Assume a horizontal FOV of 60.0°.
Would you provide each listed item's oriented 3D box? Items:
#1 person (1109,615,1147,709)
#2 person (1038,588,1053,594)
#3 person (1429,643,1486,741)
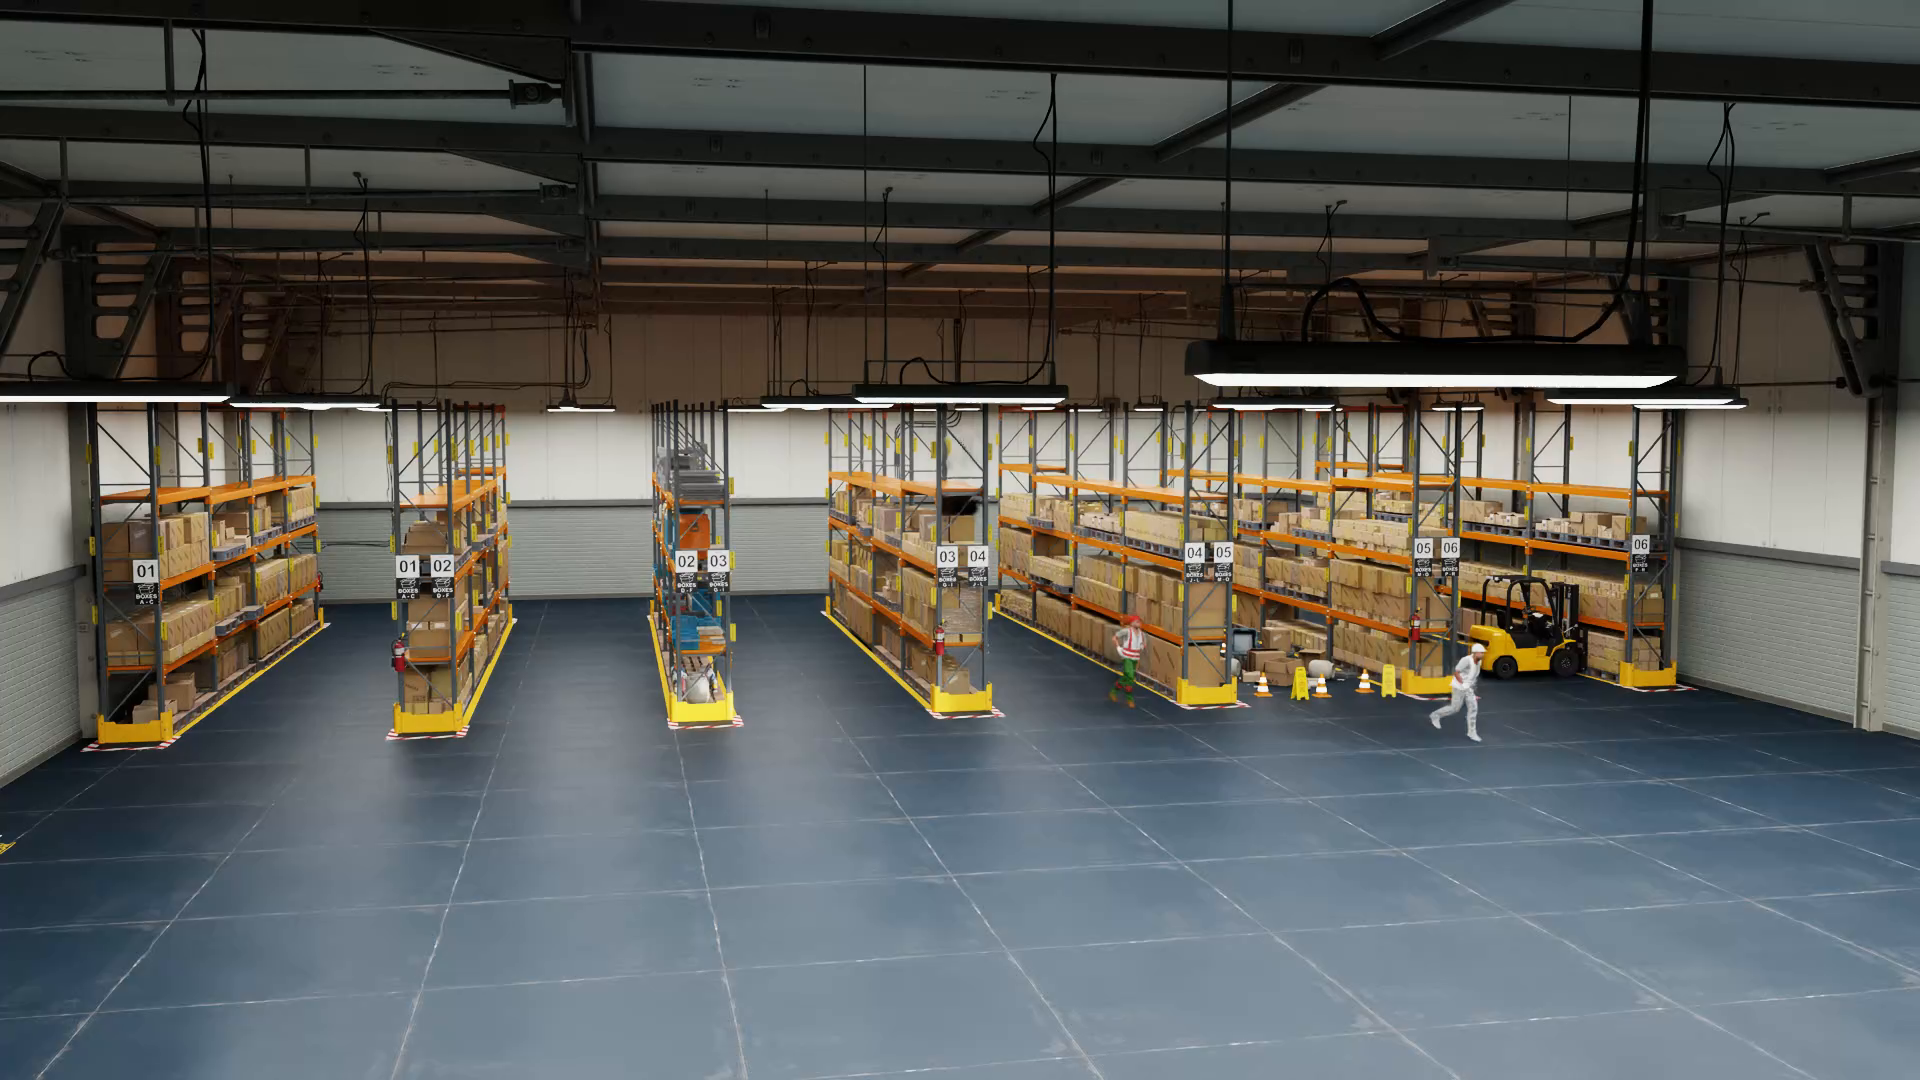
[{"bbox_3d":[3.367,2.374,32.817,0.662,1.812,0.857,-3,5,-37],"label":"person"},{"bbox_3d":[2.502,1.220,49.619,0.636,1.530,0.587,3,5,38],"label":"person"},{"bbox_3d":[8.872,2.665,29.524,0.981,1.728,0.707,3,6,39],"label":"person"}]
